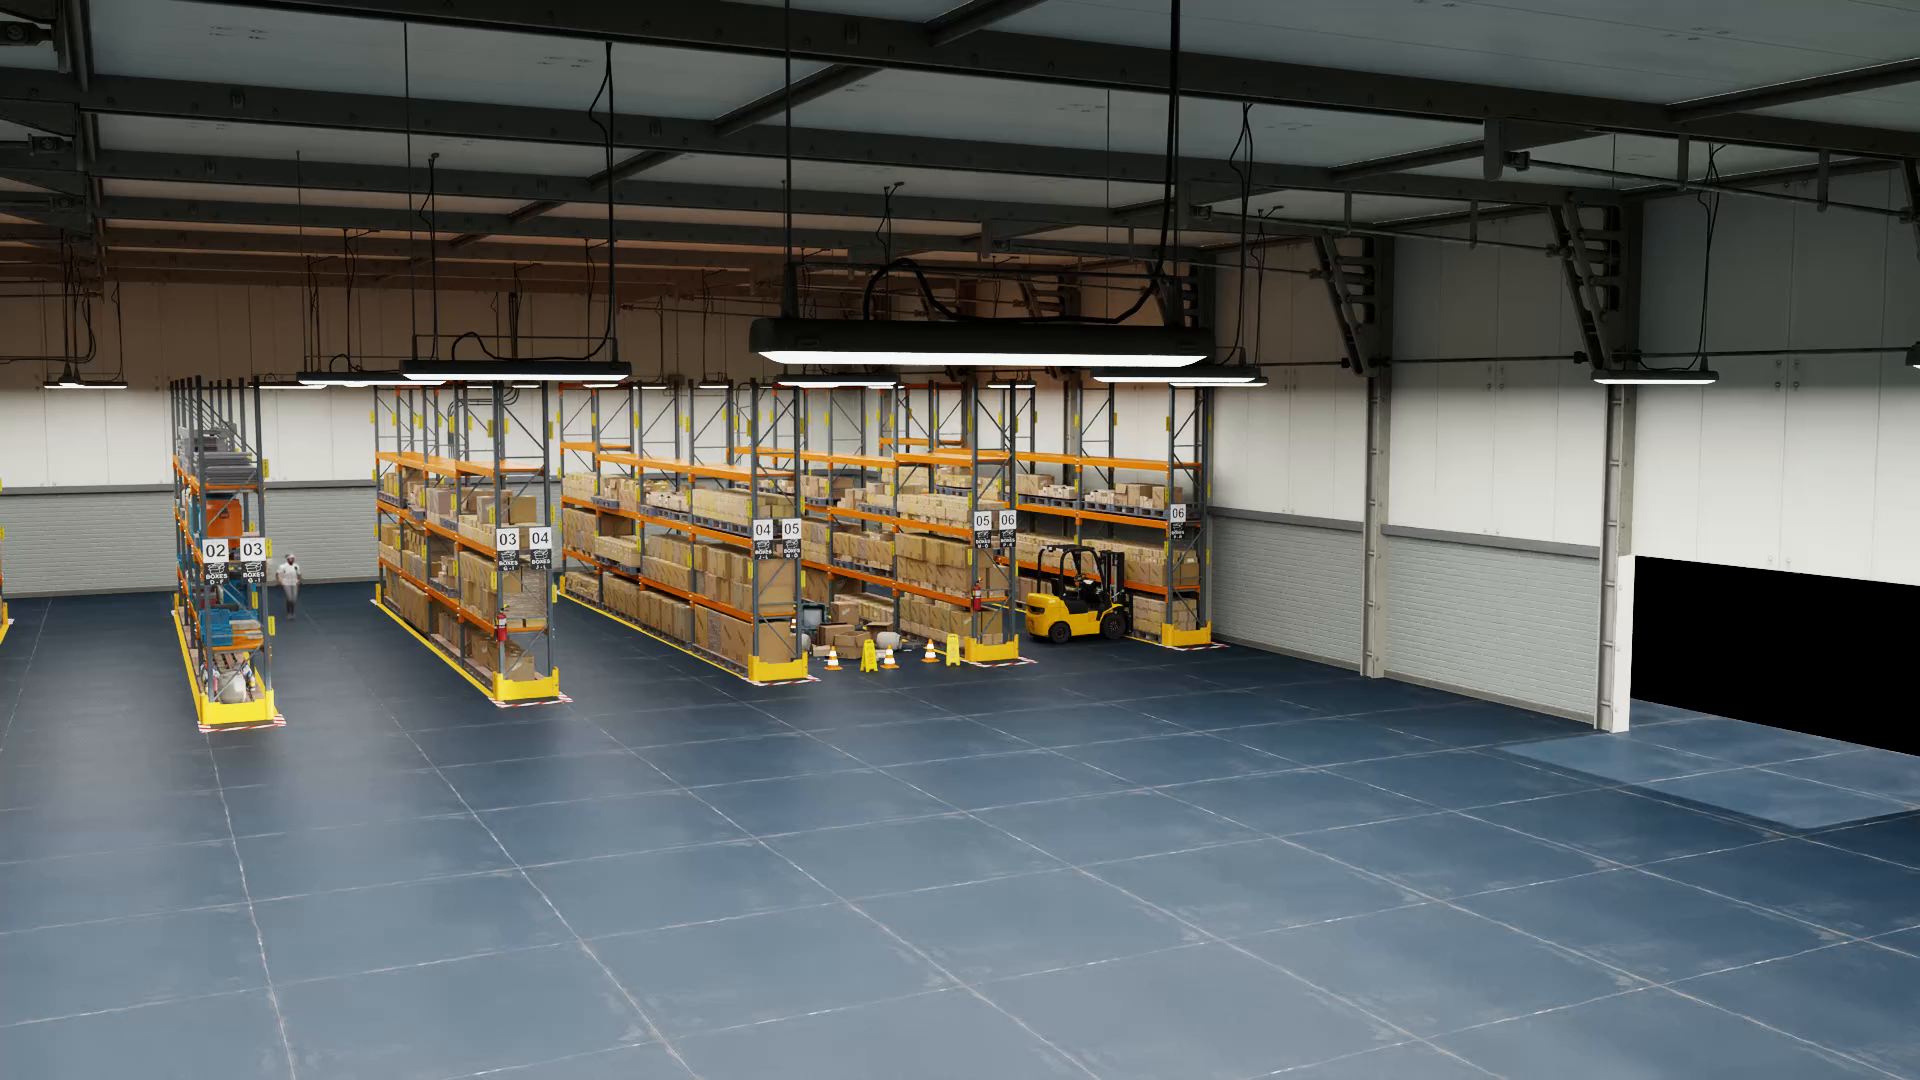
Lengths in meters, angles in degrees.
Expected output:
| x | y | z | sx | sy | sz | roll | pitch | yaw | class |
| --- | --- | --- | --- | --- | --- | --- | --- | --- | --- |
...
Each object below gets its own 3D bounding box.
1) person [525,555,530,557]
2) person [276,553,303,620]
| x | y | z | sx | sy | sz | roll | pitch | yaw | class |
| --- | --- | --- | --- | --- | --- | --- | --- | --- | --- |
| -12.075 | 0.818 | 46.367 | 0.540 | 1.599 | 0.610 | -2 | 5 | -19 | person |
| -16.855 | 1.172 | 41.890 | 0.589 | 1.705 | 0.654 | -4 | 7 | -41 | person |
